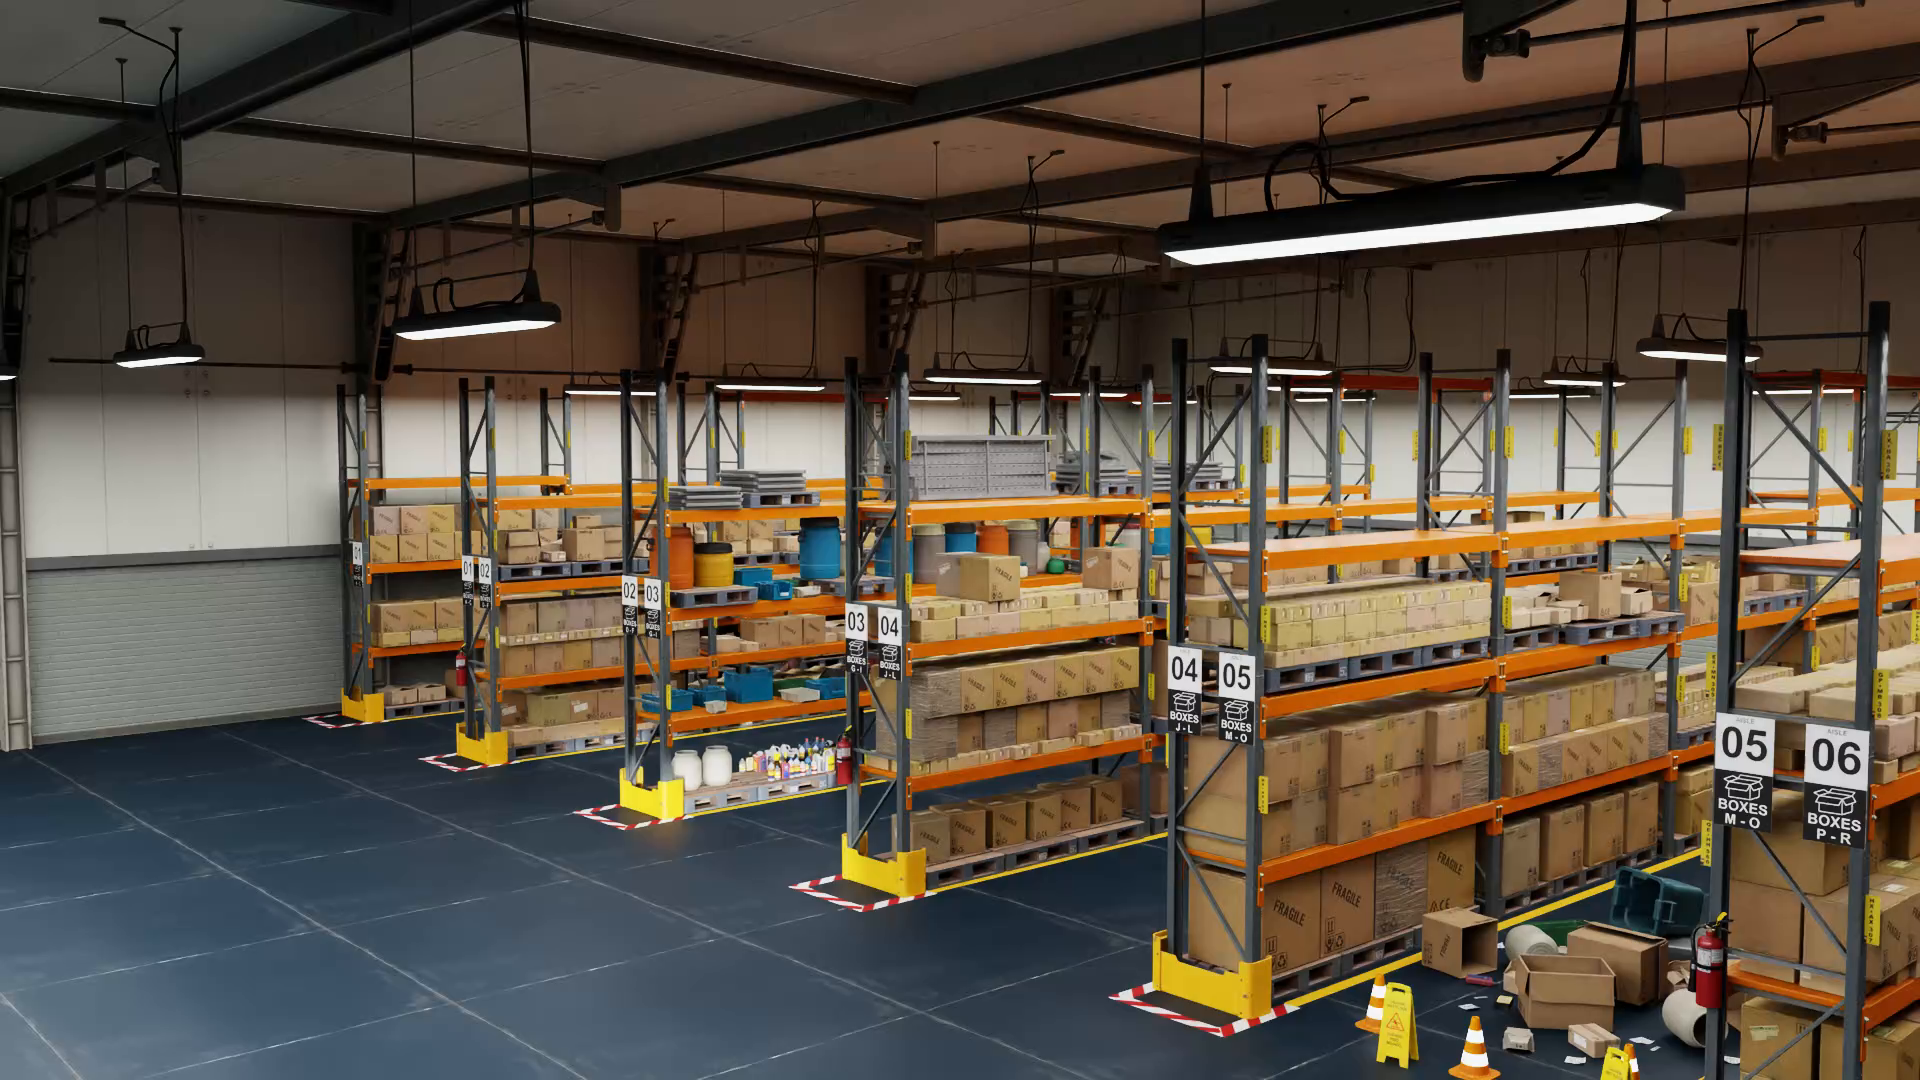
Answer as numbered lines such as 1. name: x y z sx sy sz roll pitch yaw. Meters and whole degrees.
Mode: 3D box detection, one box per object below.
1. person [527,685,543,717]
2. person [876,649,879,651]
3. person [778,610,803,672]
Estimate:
1. person: -7.585 2.369 29.533 0.466 1.686 0.459 -1 4 -9
2. person: -1.579 1.861 35.065 0.847 1.802 0.739 -3 5 -39
3. person: -3.360 2.058 32.984 0.524 1.655 0.455 0 4 -5
